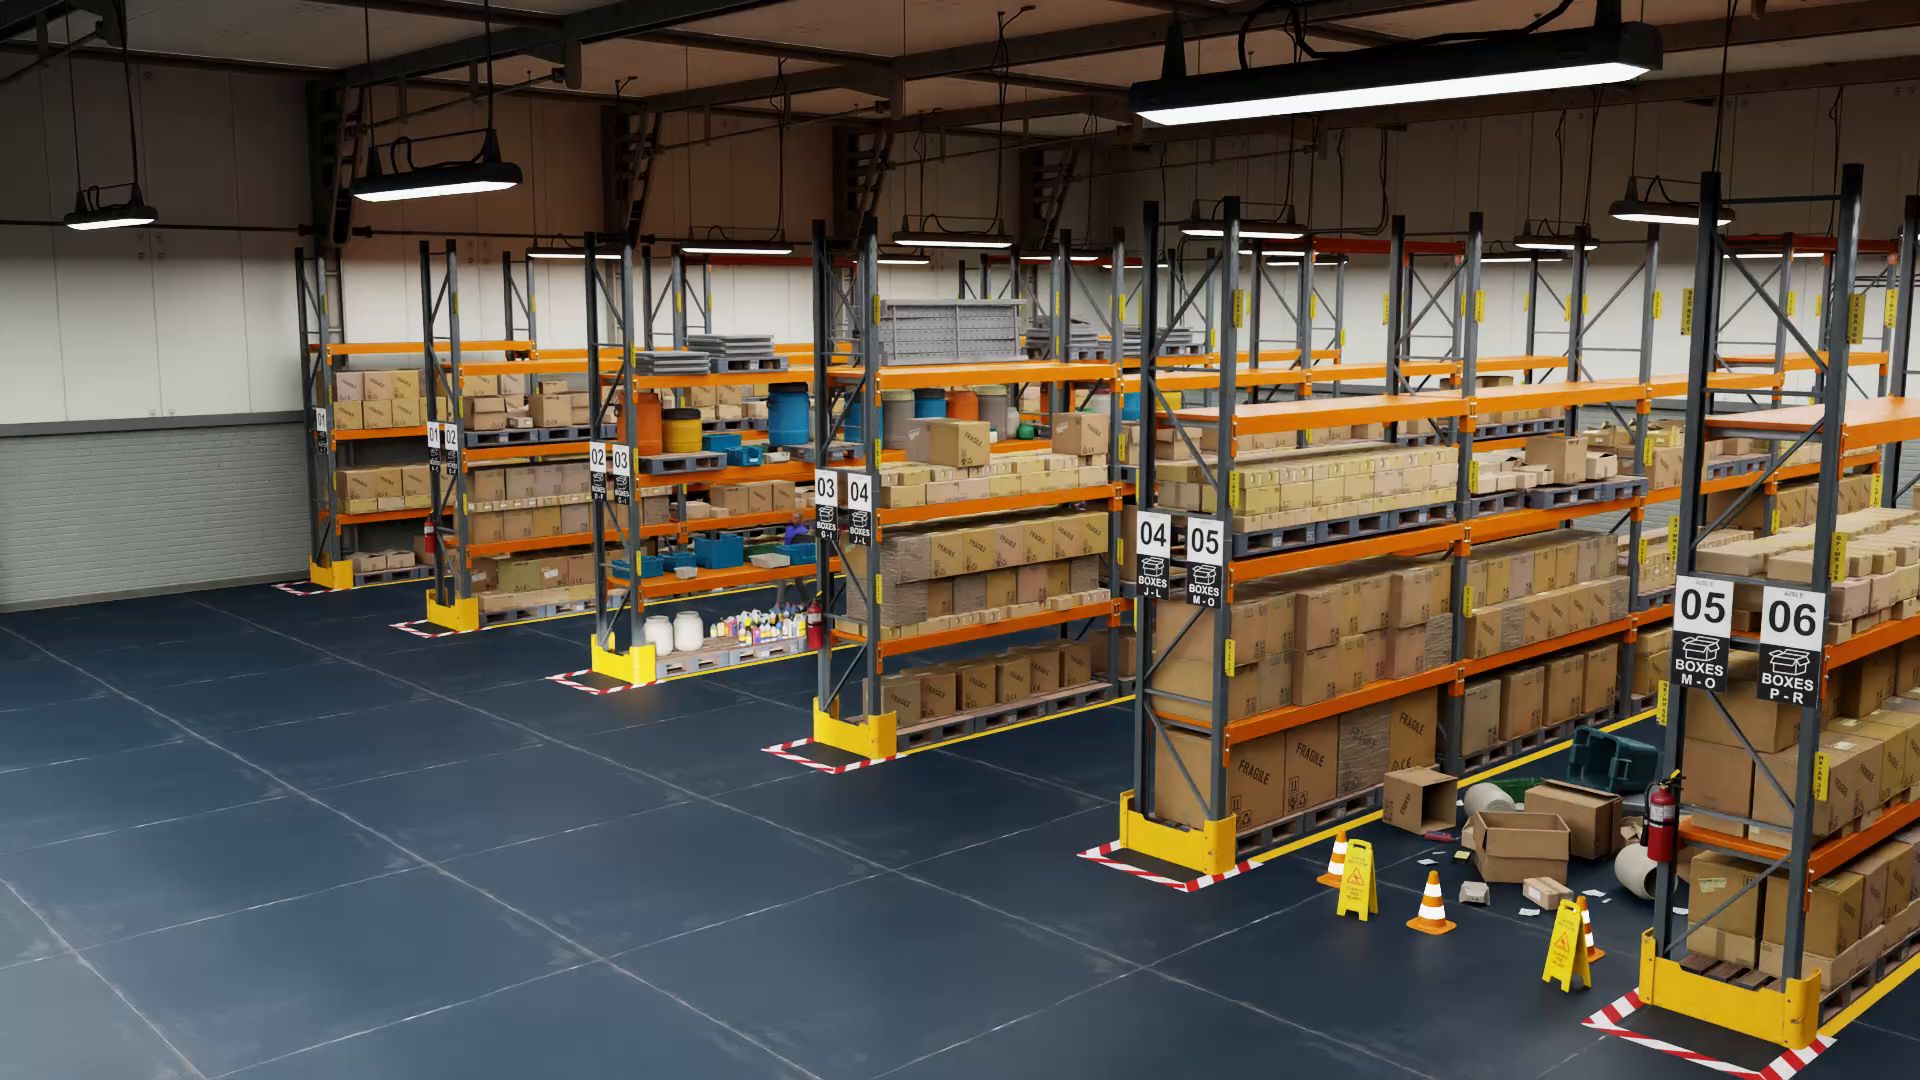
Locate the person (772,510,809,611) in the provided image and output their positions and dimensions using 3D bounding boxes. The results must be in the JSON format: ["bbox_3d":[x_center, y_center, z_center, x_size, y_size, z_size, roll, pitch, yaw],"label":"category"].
[{"bbox_3d":[-2.802,0.351,27.504,0.477,1.651,0.744,4,9,25],"label":"person"}]
